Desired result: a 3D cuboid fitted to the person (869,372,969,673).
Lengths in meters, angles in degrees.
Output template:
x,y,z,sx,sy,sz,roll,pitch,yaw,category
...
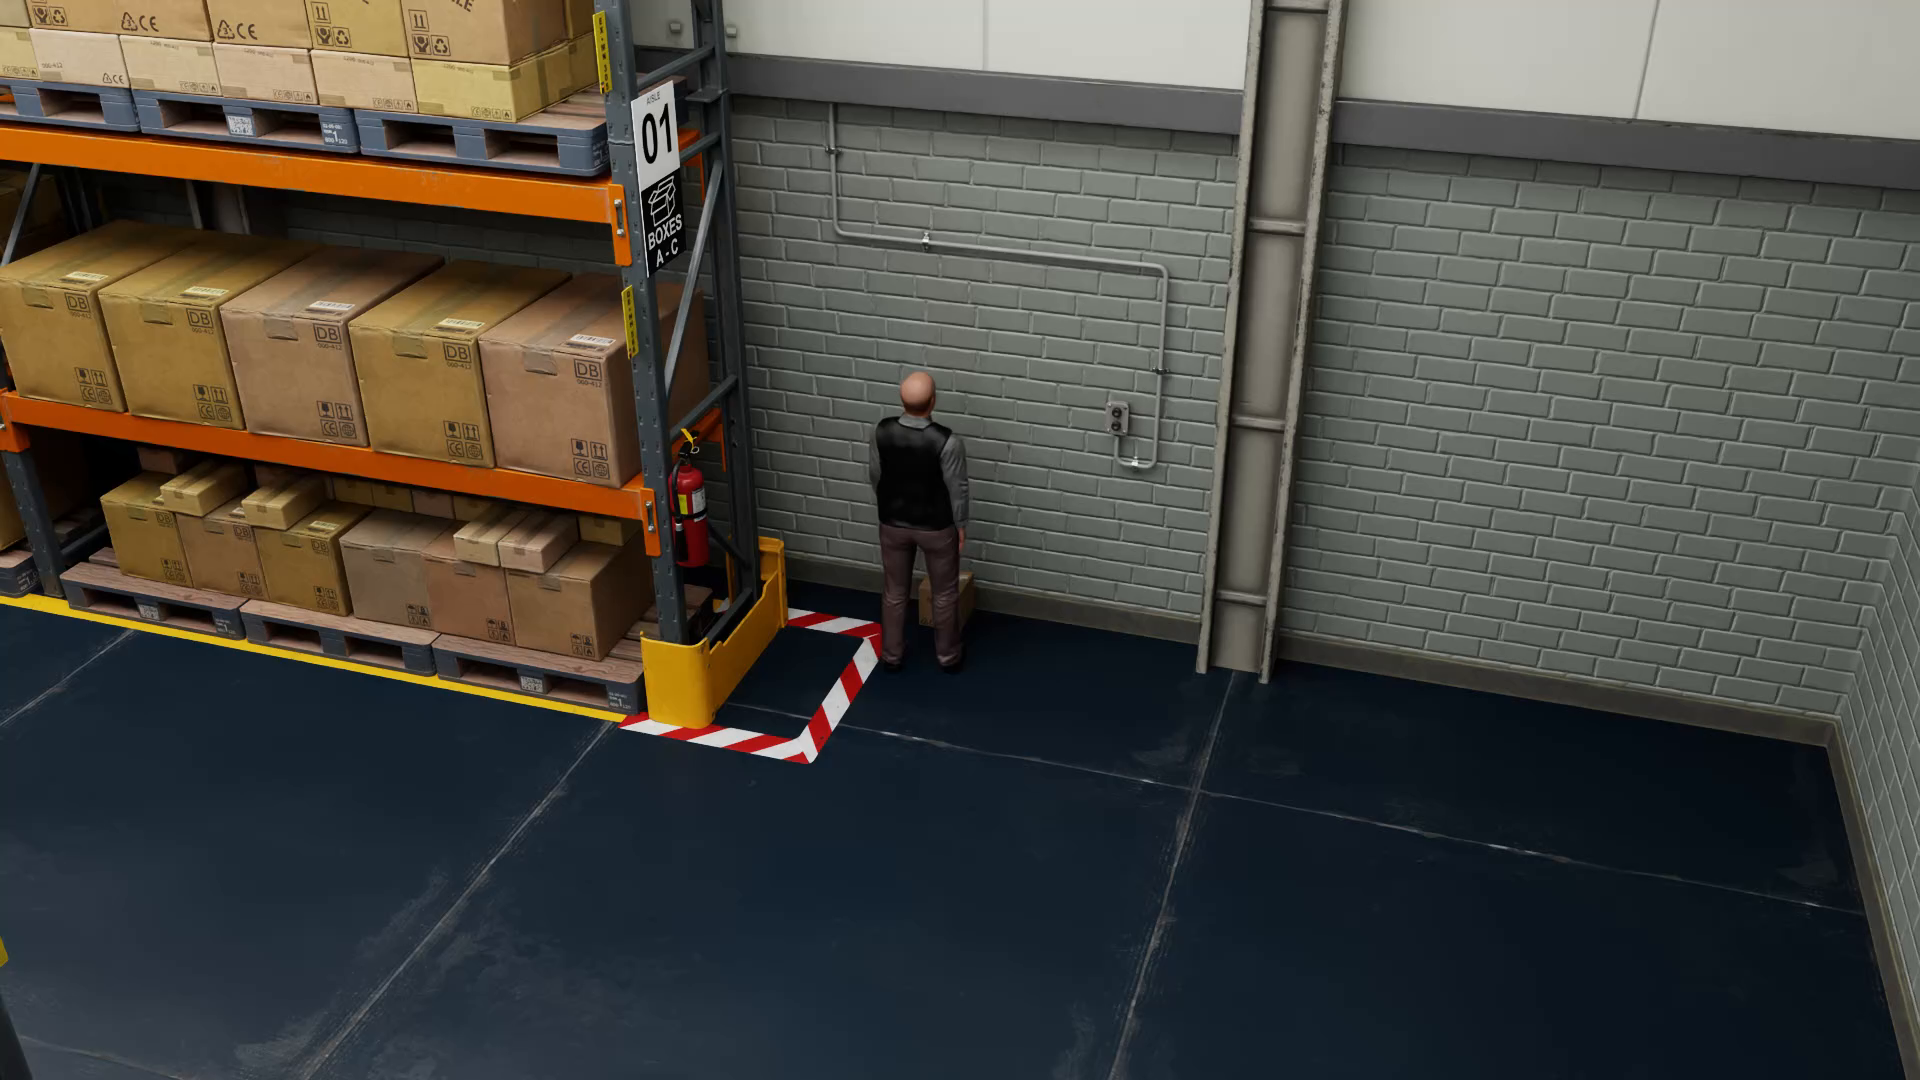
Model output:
x,y,z,sx,sy,sz,roll,pitch,yaw,category
-0.196,-0.095,8.689,0.537,1.729,0.399,8,30,13,person
